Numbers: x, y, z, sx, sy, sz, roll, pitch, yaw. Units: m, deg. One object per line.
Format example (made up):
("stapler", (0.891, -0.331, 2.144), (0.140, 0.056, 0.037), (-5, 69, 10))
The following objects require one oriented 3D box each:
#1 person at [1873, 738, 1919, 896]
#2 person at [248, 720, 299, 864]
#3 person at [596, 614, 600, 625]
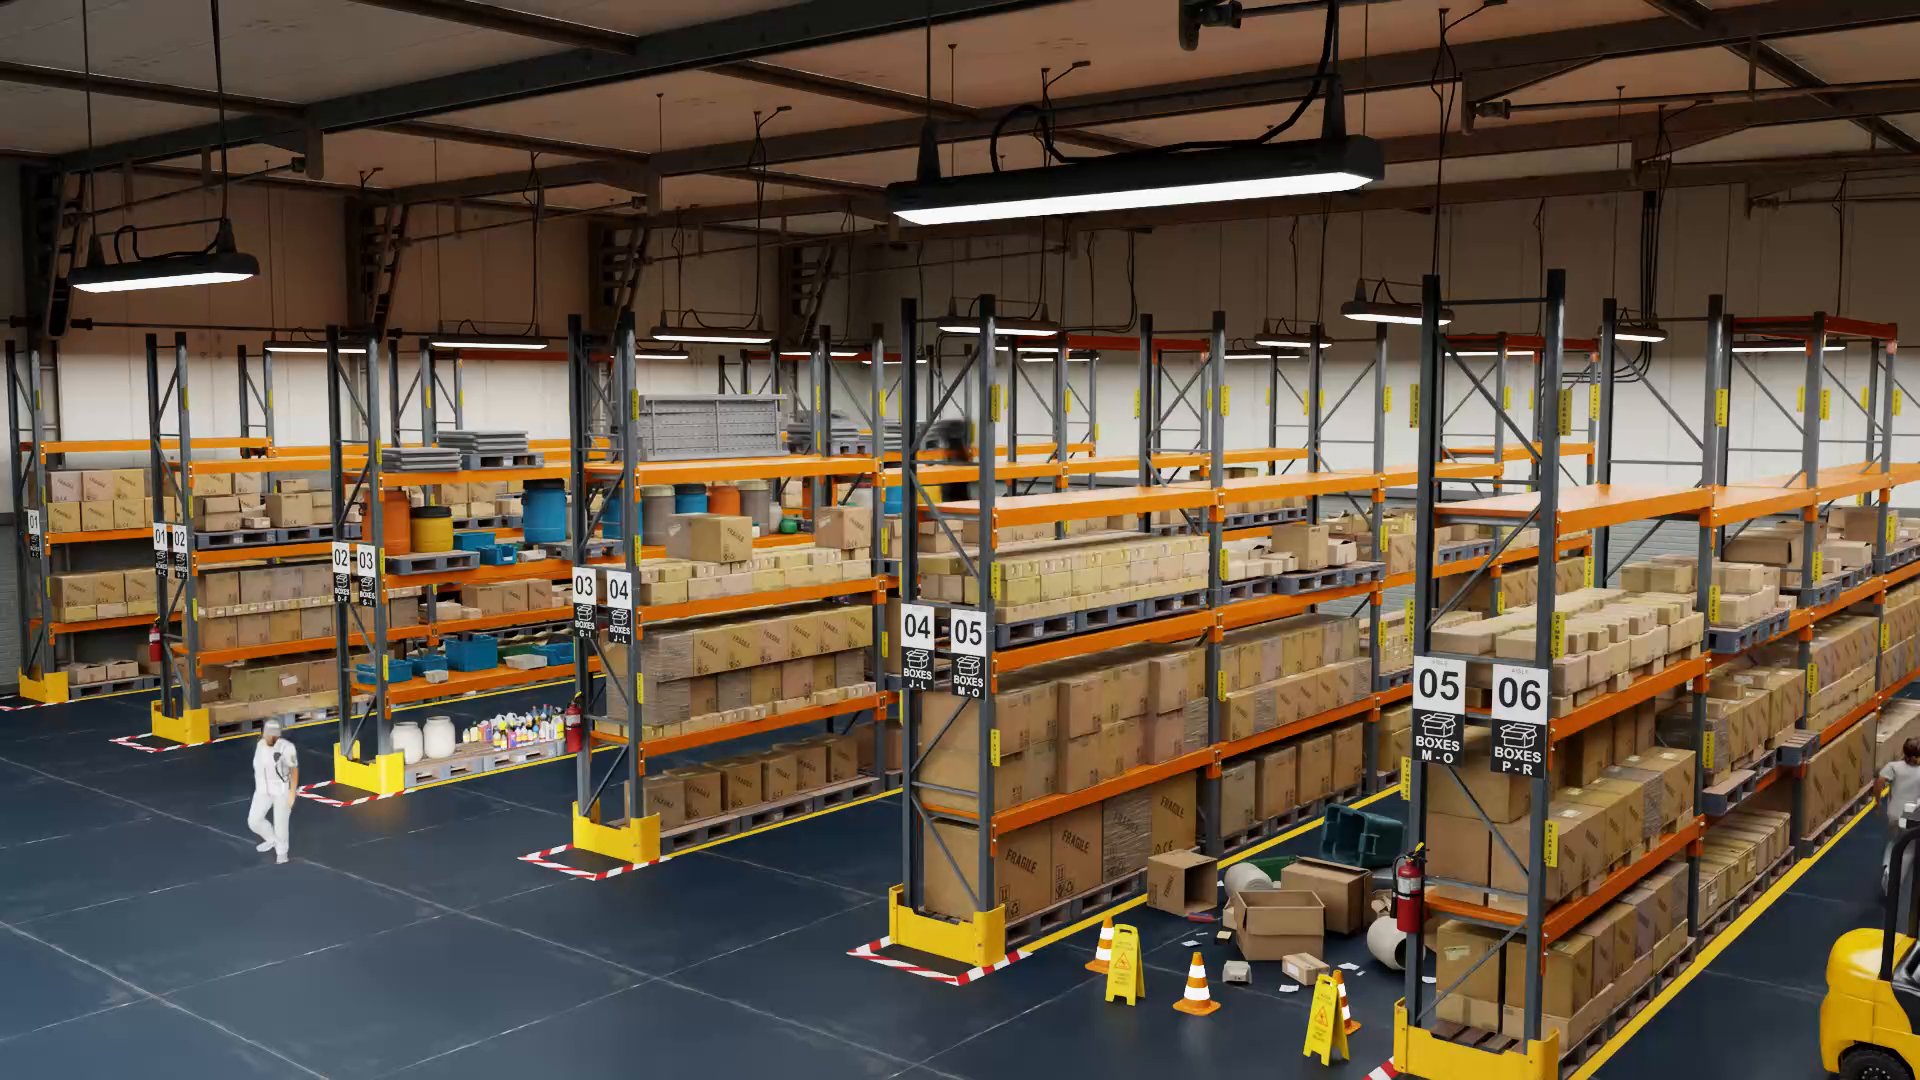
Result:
("person", (9.651, 2.829, 16.986), (0.561, 1.626, 0.539), (4, 6, 37))
("person", (-7.493, 2.736, 18.148), (0.650, 1.629, 0.603), (1, 5, 8))
("person", (-7.449, 1.334, 34.139), (0.628, 1.613, 0.956), (2, 5, 17))
